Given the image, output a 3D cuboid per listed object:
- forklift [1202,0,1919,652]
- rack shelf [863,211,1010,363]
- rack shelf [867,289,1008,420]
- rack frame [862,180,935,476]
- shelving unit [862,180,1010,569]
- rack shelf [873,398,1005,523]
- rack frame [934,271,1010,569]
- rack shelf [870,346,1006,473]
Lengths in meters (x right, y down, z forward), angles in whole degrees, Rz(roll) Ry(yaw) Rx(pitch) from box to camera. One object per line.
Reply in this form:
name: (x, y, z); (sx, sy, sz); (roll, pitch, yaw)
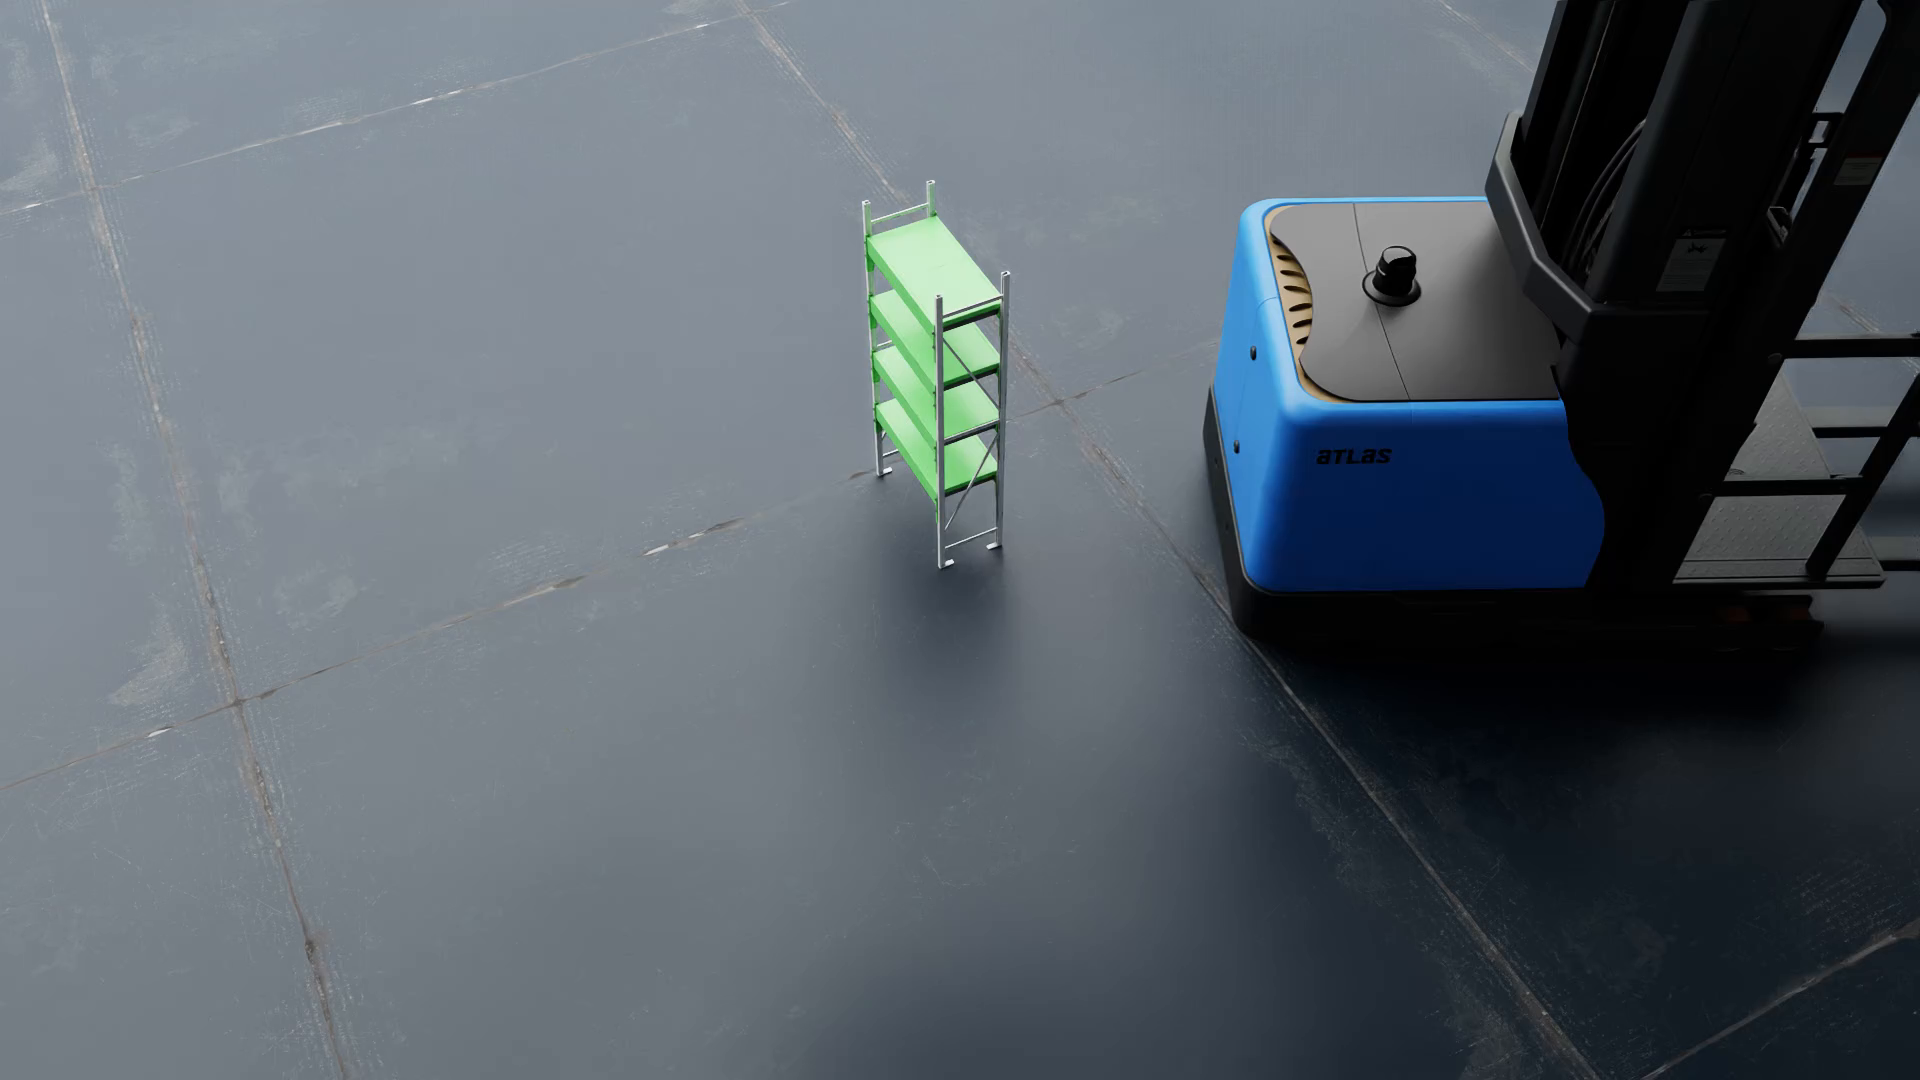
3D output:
forklift: (2.397, -1.003, 4.680); (3.031, 2.935, 1.130); (-1, 49, -1)
rack shelf: (-0.076, -0.780, 5.082); (0.258, 0.148, 0.480); (-21, 52, -18)
rack shelf: (-0.076, -0.622, 5.263); (0.258, 0.148, 0.480); (-21, 52, -18)
rack frame: (-0.187, -0.669, 5.538); (0.240, 1.200, 0.015); (-21, 52, -18)
shelving unit: (-0.076, -0.506, 5.395); (0.258, 1.200, 0.503); (-21, 52, -18)
rack shelf: (-0.076, -0.306, 5.624); (0.258, 0.148, 0.480); (-21, 52, -18)
rack frame: (0.036, -0.342, 5.252); (0.240, 1.200, 0.015); (-21, 52, -18)
rack shelf: (-0.076, -0.464, 5.443); (0.258, 0.148, 0.480); (-21, 52, -18)
